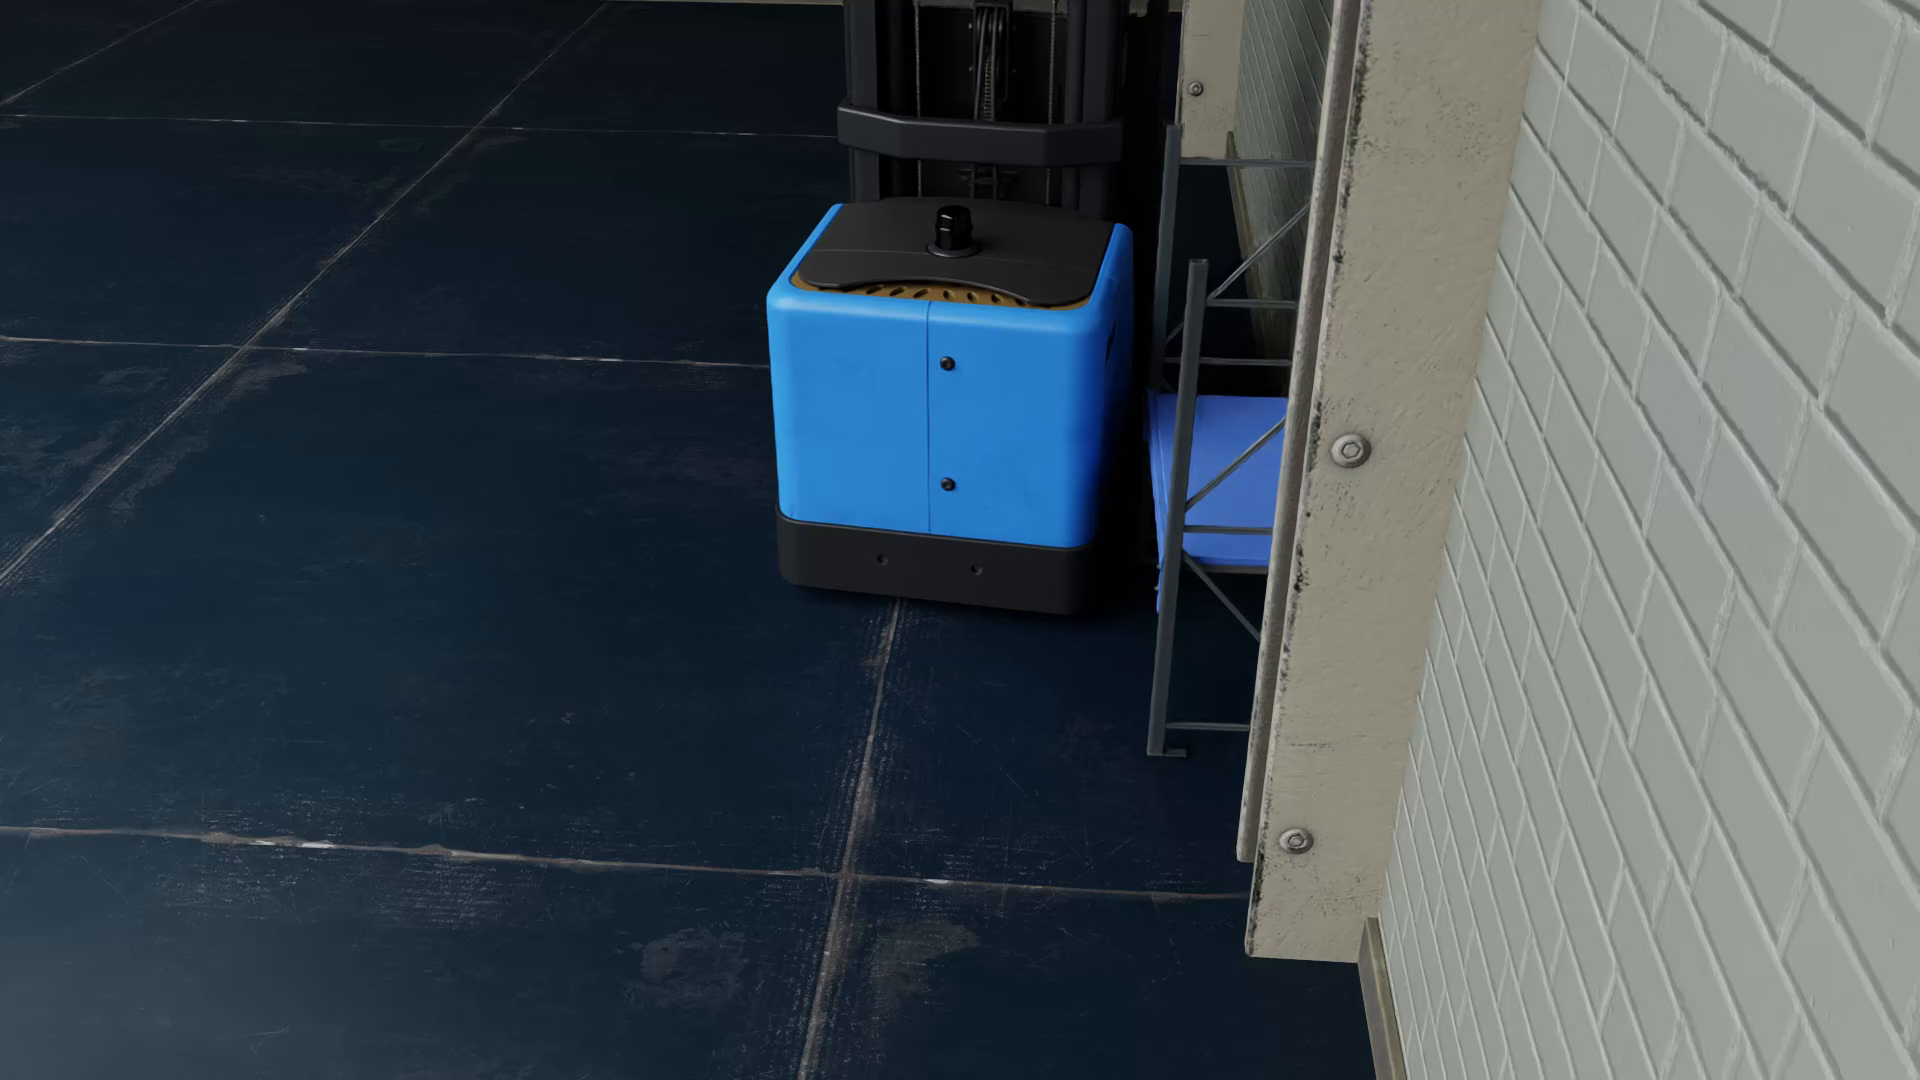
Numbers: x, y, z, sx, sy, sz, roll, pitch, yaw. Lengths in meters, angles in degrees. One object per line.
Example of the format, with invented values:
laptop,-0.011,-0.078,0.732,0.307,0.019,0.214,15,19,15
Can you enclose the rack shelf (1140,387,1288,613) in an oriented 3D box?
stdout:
rack shelf,0.817,-0.135,4.873,0.538,0.185,1.000,2,32,2

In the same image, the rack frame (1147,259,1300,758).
rack frame,0.792,-0.019,4.347,0.500,1.500,0.032,2,32,2

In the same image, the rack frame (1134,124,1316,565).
rack frame,0.845,-0.556,5.209,0.500,1.500,0.032,2,32,2

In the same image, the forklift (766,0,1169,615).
forklift,0.199,-1.773,5.833,1.130,2.935,3.031,6,32,10

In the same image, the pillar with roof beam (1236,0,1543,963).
pillar with roof beam,-3.417,-3.089,2.185,9.100,9.000,0.400,2,32,4

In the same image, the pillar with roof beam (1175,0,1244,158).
pillar with roof beam,-2.929,-6.226,7.276,9.100,9.000,0.400,2,32,4

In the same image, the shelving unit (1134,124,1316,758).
shelving unit,0.818,-0.287,4.778,0.538,1.500,1.048,2,32,2
